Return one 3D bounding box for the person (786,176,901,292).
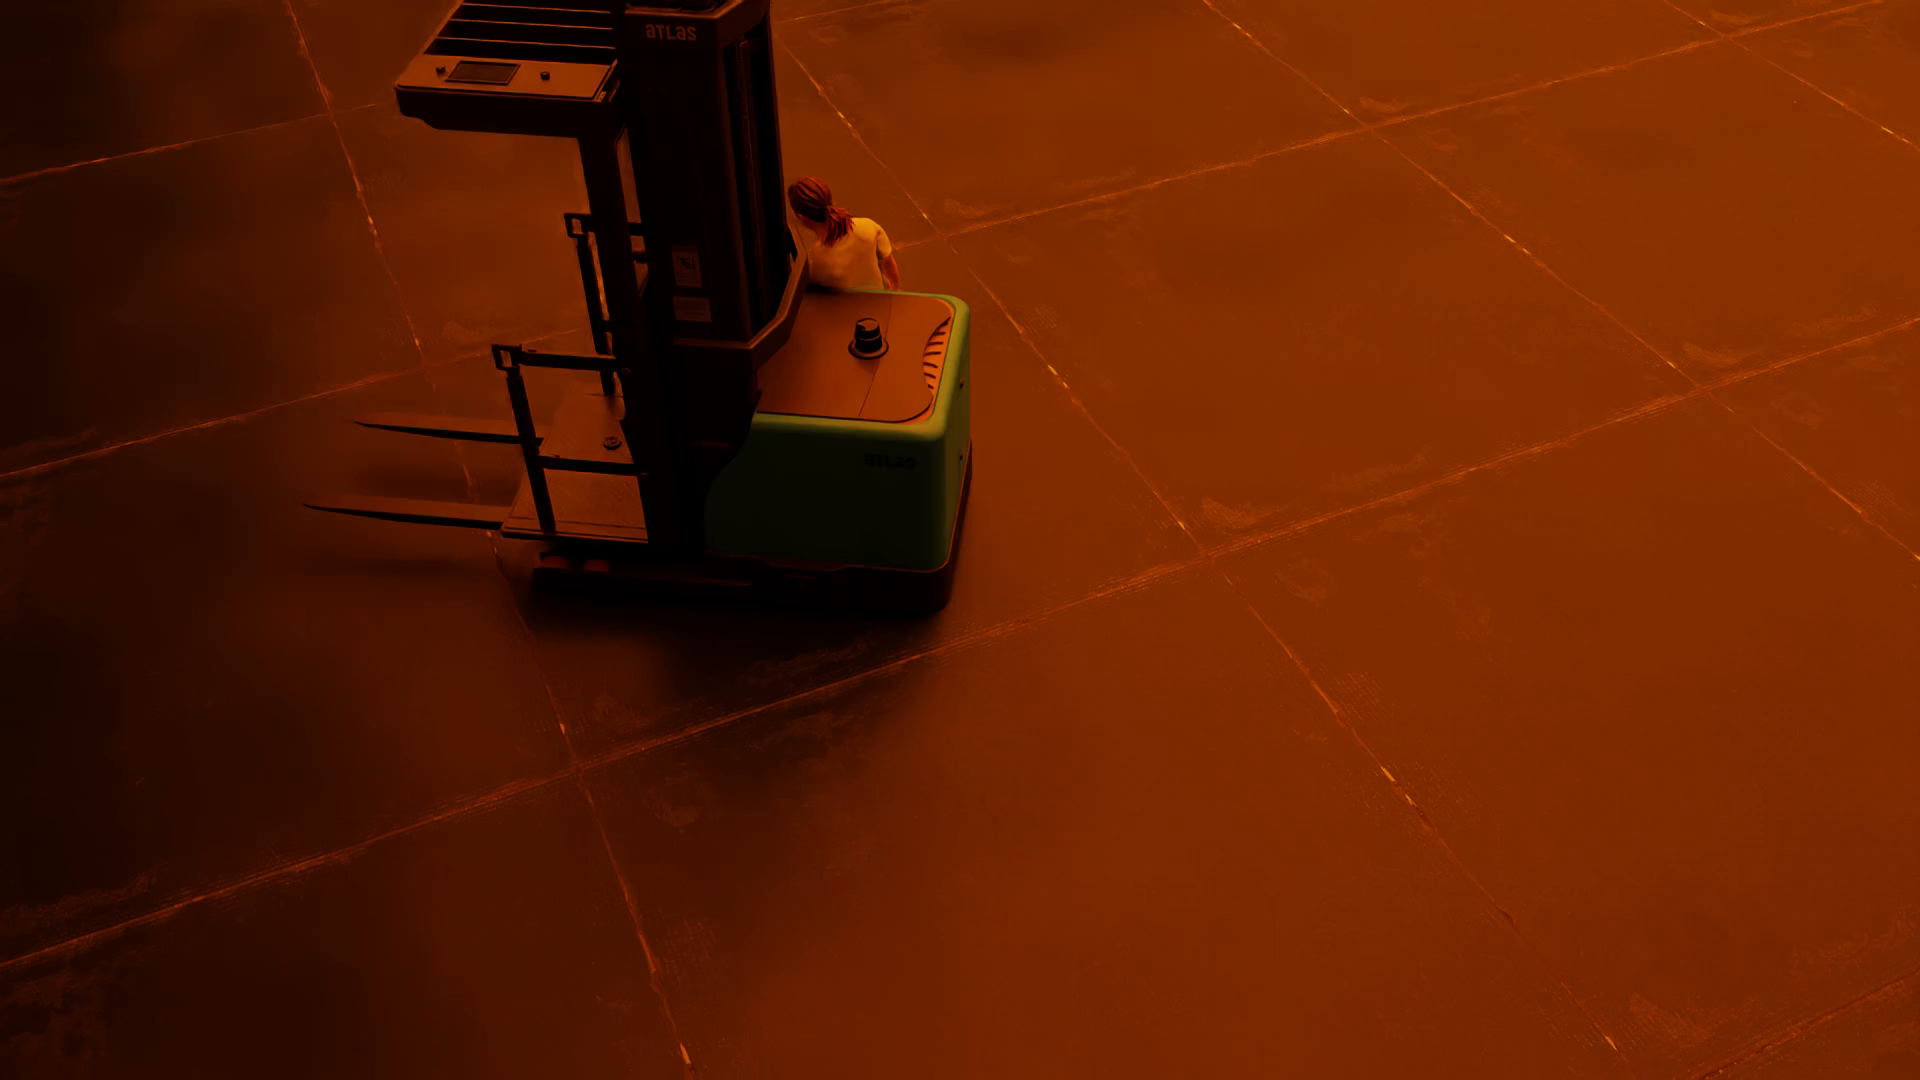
[{"bbox_3d":[-0.717,-1.101,7.834,0.829,1.504,0.966,-31,51,-29],"label":"person"}]

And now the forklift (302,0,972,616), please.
[{"bbox_3d":[-1.498,-1.176,6.941,3.031,2.935,1.130,5,43,5],"label":"forklift"}]
